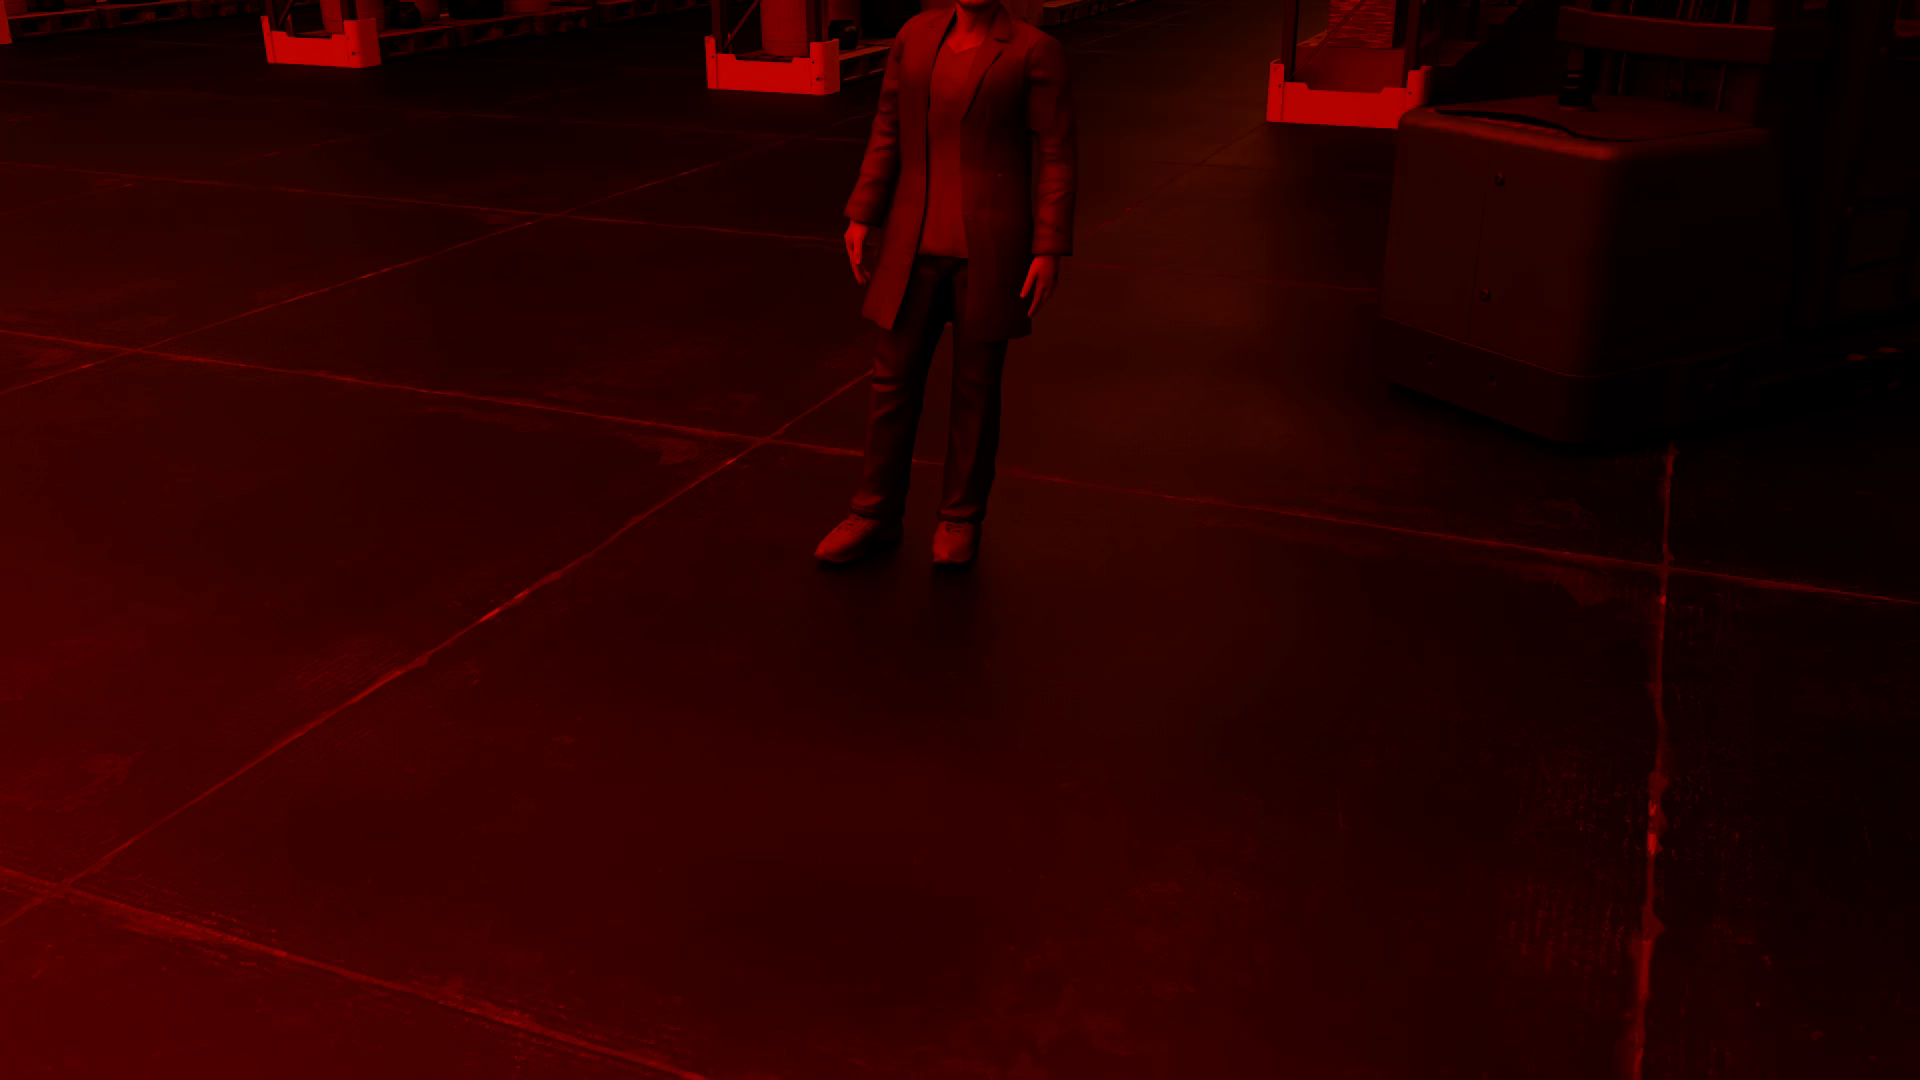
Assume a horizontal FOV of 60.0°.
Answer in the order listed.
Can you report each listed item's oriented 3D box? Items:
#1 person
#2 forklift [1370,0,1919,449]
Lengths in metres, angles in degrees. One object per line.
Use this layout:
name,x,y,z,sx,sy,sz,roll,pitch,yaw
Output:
person,-0.039,-0.795,4.670,0.698,1.778,0.579,9,24,21
forklift,3.131,-2.066,6.236,3.031,2.935,1.130,-12,26,-27
